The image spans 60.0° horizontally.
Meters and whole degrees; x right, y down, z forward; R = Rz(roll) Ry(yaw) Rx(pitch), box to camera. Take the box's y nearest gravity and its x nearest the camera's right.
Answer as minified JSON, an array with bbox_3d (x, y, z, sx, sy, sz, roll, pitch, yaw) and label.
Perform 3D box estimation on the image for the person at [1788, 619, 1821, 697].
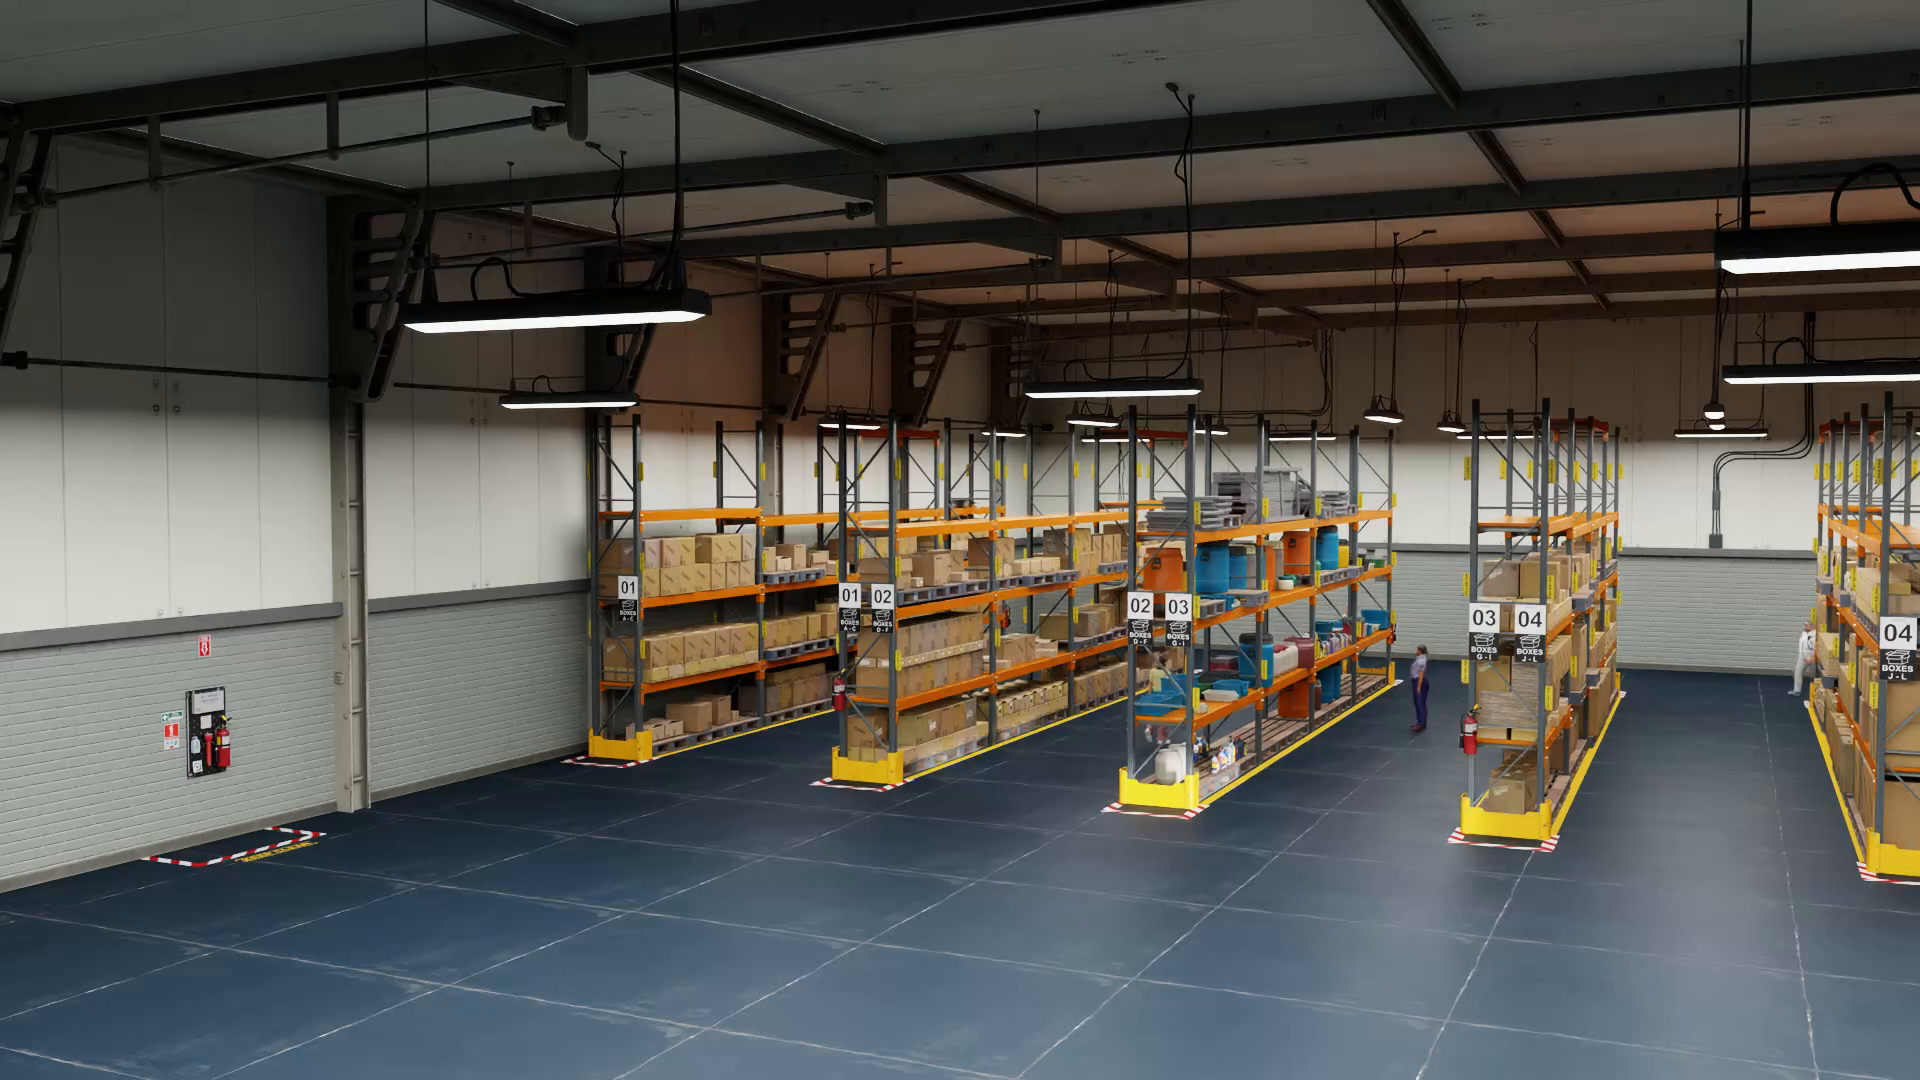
[{"bbox_3d":[18.878,2.619,36.962,1.039,1.727,0.505,-2,3,-34],"label":"person"}]

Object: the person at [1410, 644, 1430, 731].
[{"bbox_3d":[8.932,2.859,32.362,0.387,1.644,0.546,0,2,4],"label":"person"}]

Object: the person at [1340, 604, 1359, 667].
[{"bbox_3d":[9.590,2.409,41.066,0.558,1.670,0.912,2,3,37],"label":"person"}]

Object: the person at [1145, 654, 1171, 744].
[{"bbox_3d":[3.649,2.907,30.355,0.523,1.662,0.445,-1,3,-29],"label":"person"}]

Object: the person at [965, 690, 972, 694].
[{"bbox_3d":[0.131,2.644,35.523,0.467,1.654,0.532,-1,3,-29],"label":"person"}]
